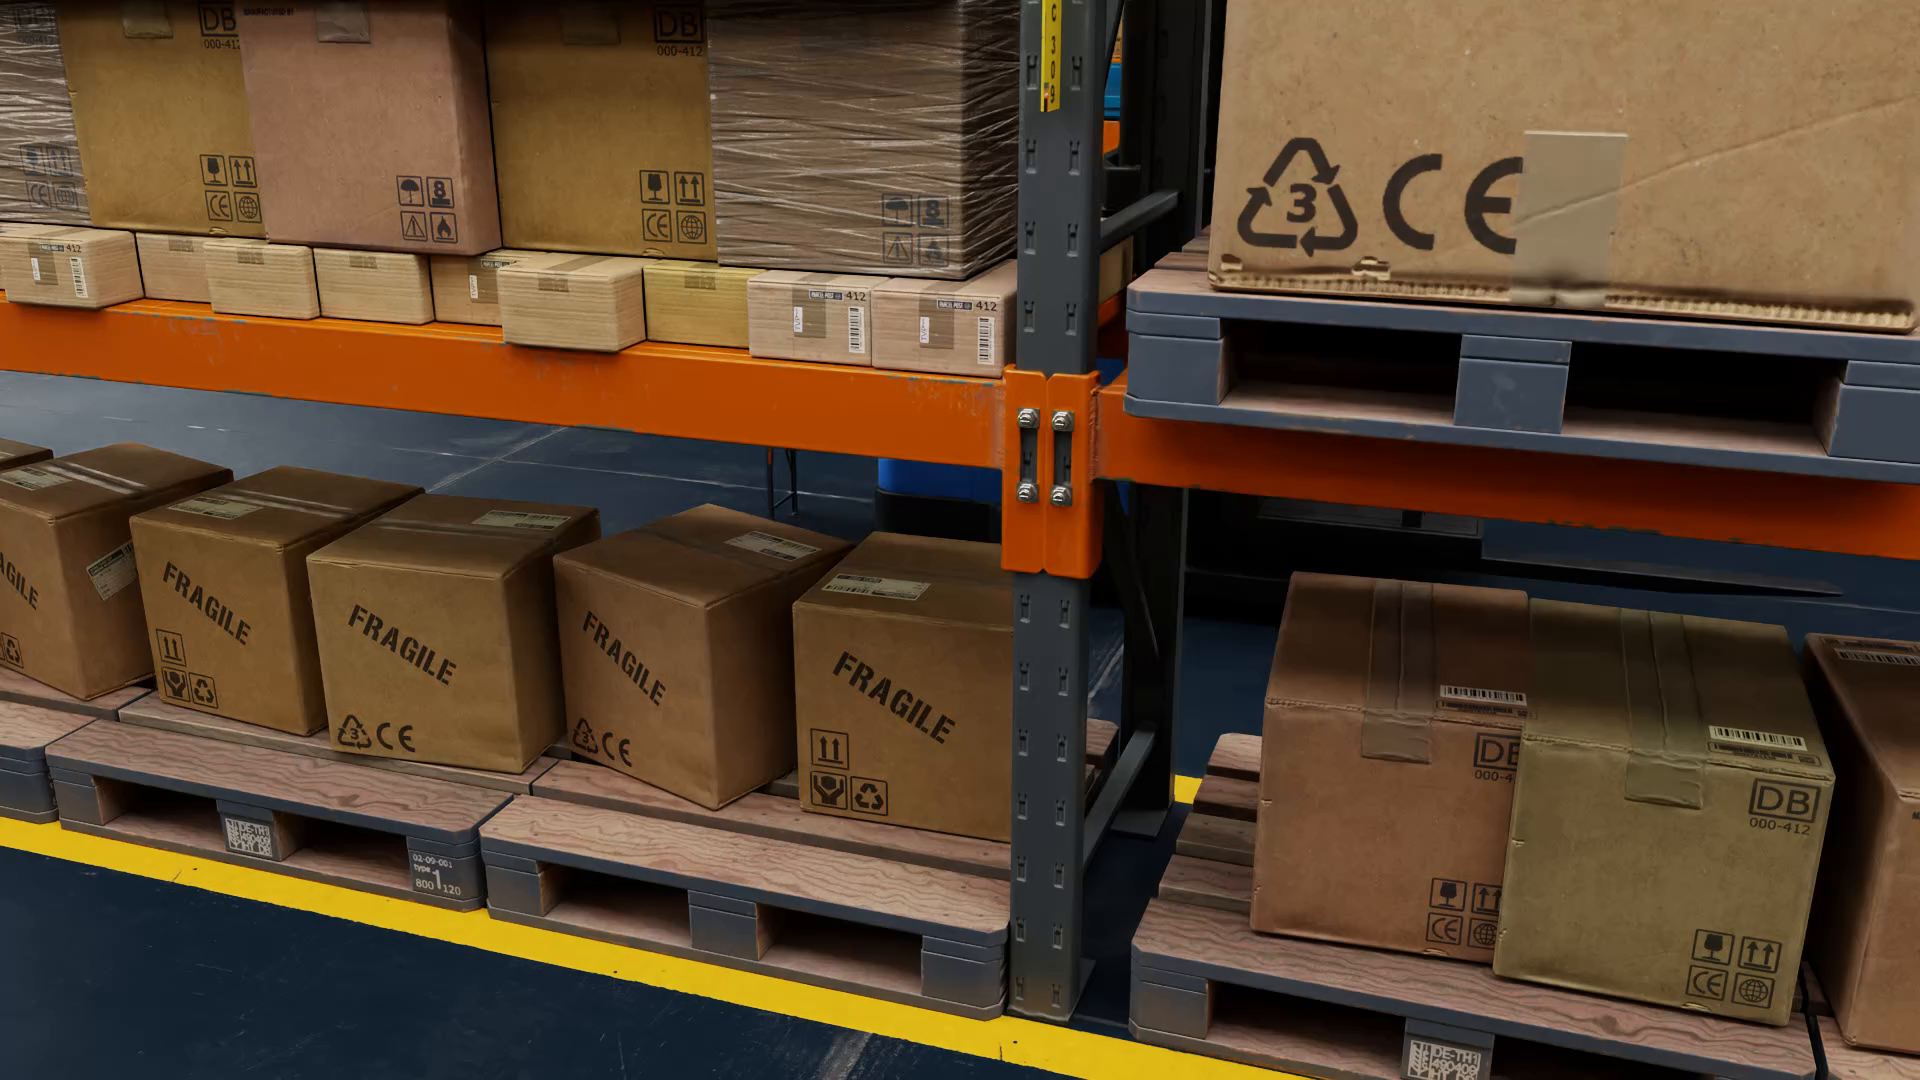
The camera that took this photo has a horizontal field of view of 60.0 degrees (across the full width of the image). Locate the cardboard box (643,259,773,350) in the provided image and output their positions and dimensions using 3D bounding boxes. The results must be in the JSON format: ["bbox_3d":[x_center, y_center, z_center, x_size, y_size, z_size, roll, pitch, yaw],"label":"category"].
[{"bbox_3d":[-0.431,-0.500,3.335,0.250,0.149,0.380,7,20,18],"label":"cardboard box"}]

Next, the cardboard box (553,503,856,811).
[{"bbox_3d":[-0.590,0.256,3.945,0.500,0.500,0.500,14,24,35],"label":"cardboard box"}]

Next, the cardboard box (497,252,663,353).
[{"bbox_3d":[-0.703,-0.492,3.314,0.250,0.149,0.380,7,20,18],"label":"cardboard box"}]

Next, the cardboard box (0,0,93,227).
[{"bbox_3d":[-1.980,-1.079,4.010,0.500,0.500,0.875,7,20,18],"label":"cardboard box"}]

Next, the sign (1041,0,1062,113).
[{"bbox_3d":[0.147,-0.851,2.644,0.005,0.325,0.100,7,20,18],"label":"sign"}]

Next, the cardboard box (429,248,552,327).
[{"bbox_3d":[-0.896,-0.560,3.509,0.250,0.149,0.380,7,20,18],"label":"cardboard box"}]

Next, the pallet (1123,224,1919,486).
[{"bbox_3d":[0.993,-0.393,2.938,1.213,0.211,1.003,7,20,18],"label":"pallet"}]

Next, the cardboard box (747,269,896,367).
[{"bbox_3d":[-0.214,-0.454,3.204,0.250,0.149,0.380,7,20,18],"label":"cardboard box"}]

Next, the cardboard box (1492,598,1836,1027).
[{"bbox_3d":[1.336,0.492,3.238,0.500,0.500,0.700,6,20,18],"label":"cardboard box"}]

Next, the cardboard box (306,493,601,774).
[{"bbox_3d":[-1.202,0.213,4.068,0.500,0.500,0.500,5,20,13],"label":"cardboard box"}]

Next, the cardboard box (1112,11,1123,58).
[{"bbox_3d":[1.196,-4.005,12.857,0.500,0.500,0.700,7,20,18],"label":"cardboard box"}]

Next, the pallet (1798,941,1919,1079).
[{"bbox_3d":[2.210,0.920,3.115,1.213,0.211,1.003,7,20,18],"label":"pallet"}]

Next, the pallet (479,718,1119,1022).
[{"bbox_3d":[-0.328,0.644,3.908,1.213,0.211,1.003,7,20,18],"label":"pallet"}]

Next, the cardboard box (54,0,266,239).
[{"bbox_3d":[-1.511,-1.021,3.845,0.500,0.500,0.875,7,20,18],"label":"cardboard box"}]

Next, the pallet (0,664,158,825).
[{"bbox_3d":[-2.633,0.380,4.664,1.213,0.211,1.003,7,20,18],"label":"pallet"}]

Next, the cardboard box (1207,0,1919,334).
[{"bbox_3d":[1.023,-0.964,2.734,1.000,1.000,1.000,7,20,18],"label":"cardboard box"}]

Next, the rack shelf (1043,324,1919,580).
[{"bbox_3d":[2.208,-0.056,2.771,4.000,0.370,1.077,7,20,18],"label":"rack shelf"}]

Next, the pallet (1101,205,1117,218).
[{"bbox_3d":[1.679,-2.604,13.227,1.213,0.211,1.003,7,20,18],"label":"pallet"}]

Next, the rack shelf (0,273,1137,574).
[{"bbox_3d":[-1.571,-0.488,4.011,4.000,0.370,1.077,7,20,18],"label":"rack shelf"}]

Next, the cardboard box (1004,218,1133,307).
[{"bbox_3d":[0.214,-0.609,3.649,0.250,0.149,0.380,7,20,18],"label":"cardboard box"}]

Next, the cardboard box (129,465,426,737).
[{"bbox_3d":[-1.715,0.139,4.281,0.500,0.500,0.500,9,21,23],"label":"cardboard box"}]

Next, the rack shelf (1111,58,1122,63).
[{"bbox_3d":[1.683,-3.567,12.846,4.000,0.370,1.077,7,20,18],"label":"rack shelf"}]

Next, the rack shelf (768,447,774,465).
[{"bbox_3d":[-0.432,-0.358,6.087,0.480,0.148,0.258,6,20,17],"label":"rack shelf"}]

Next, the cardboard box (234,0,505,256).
[{"bbox_3d":[-1.053,-0.954,3.653,0.500,0.500,0.875,7,20,18],"label":"cardboard box"}]

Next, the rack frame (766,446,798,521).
[{"bbox_3d":[-0.664,-0.633,6.069,0.015,1.200,0.240,6,20,17],"label":"rack frame"}]

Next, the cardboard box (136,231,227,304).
[{"bbox_3d":[-1.604,-0.642,3.742,0.250,0.149,0.380,7,20,18],"label":"cardboard box"}]

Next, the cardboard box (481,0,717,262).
[{"bbox_3d":[-0.547,-0.932,3.588,0.500,0.500,0.875,7,20,18],"label":"cardboard box"}]

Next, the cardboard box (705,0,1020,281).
[{"bbox_3d":[-0.087,-0.867,3.402,0.500,0.500,0.875,7,20,18],"label":"cardboard box"}]

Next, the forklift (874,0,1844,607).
[{"bbox_3d":[1.283,-1.268,5.260,3.031,2.935,1.130,6,20,17],"label":"forklift"}]

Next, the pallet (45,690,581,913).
[{"bbox_3d":[-1.484,0.513,4.285,1.213,0.211,1.003,7,20,18],"label":"pallet"}]

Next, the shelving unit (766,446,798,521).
[{"bbox_3d":[-0.432,-0.609,6.000,0.503,1.200,0.258,6,20,17],"label":"shelving unit"}]

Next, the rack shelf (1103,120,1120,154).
[{"bbox_3d":[0.054,-2.028,8.429,4.000,0.370,1.077,7,20,18],"label":"rack shelf"}]

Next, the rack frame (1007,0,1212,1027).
[{"bbox_3d":[0.318,-0.611,3.273,0.127,3.000,1.000,7,20,18],"label":"rack frame"}]

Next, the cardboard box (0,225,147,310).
[{"bbox_3d":[-1.884,-0.628,3.701,0.250,0.149,0.380,7,20,18],"label":"cardboard box"}]

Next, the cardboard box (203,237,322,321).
[{"bbox_3d":[-1.393,-0.591,3.596,0.250,0.149,0.380,7,20,18],"label":"cardboard box"}]

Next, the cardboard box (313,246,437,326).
[{"bbox_3d":[-1.146,-0.575,3.550,0.250,0.149,0.380,7,20,18],"label":"cardboard box"}]

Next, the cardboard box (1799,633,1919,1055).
[{"bbox_3d":[1.864,0.552,3.065,0.500,0.500,0.700,5,20,13],"label":"cardboard box"}]

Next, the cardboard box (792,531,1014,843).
[{"bbox_3d":[-0.046,0.315,3.775,0.500,0.500,0.500,6,20,16],"label":"cardboard box"}]

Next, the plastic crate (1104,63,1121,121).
[{"bbox_3d":[0.809,-2.116,7.816,0.616,0.251,0.499,7,20,18],"label":"plastic crate"}]

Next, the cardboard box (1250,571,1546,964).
[{"bbox_3d":[0.891,0.434,3.402,0.500,0.500,0.700,5,20,14],"label":"cardboard box"}]

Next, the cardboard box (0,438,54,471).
[{"bbox_3d":[-2.876,0.011,4.646,0.500,0.500,0.500,11,22,28],"label":"cardboard box"}]

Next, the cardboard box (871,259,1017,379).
[{"bbox_3d":[0.019,-0.424,3.118,0.250,0.149,0.380,7,20,18],"label":"cardboard box"}]

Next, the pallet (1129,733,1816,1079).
[{"bbox_3d":[1.054,0.789,3.492,1.213,0.211,1.003,7,20,18],"label":"pallet"}]

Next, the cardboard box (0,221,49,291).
[{"bbox_3d":[-2.086,-0.687,3.871,0.250,0.149,0.380,7,20,18],"label":"cardboard box"}]

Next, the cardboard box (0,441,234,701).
[{"bbox_3d":[-2.300,0.065,4.491,0.500,0.500,0.500,13,23,32],"label":"cardboard box"}]
